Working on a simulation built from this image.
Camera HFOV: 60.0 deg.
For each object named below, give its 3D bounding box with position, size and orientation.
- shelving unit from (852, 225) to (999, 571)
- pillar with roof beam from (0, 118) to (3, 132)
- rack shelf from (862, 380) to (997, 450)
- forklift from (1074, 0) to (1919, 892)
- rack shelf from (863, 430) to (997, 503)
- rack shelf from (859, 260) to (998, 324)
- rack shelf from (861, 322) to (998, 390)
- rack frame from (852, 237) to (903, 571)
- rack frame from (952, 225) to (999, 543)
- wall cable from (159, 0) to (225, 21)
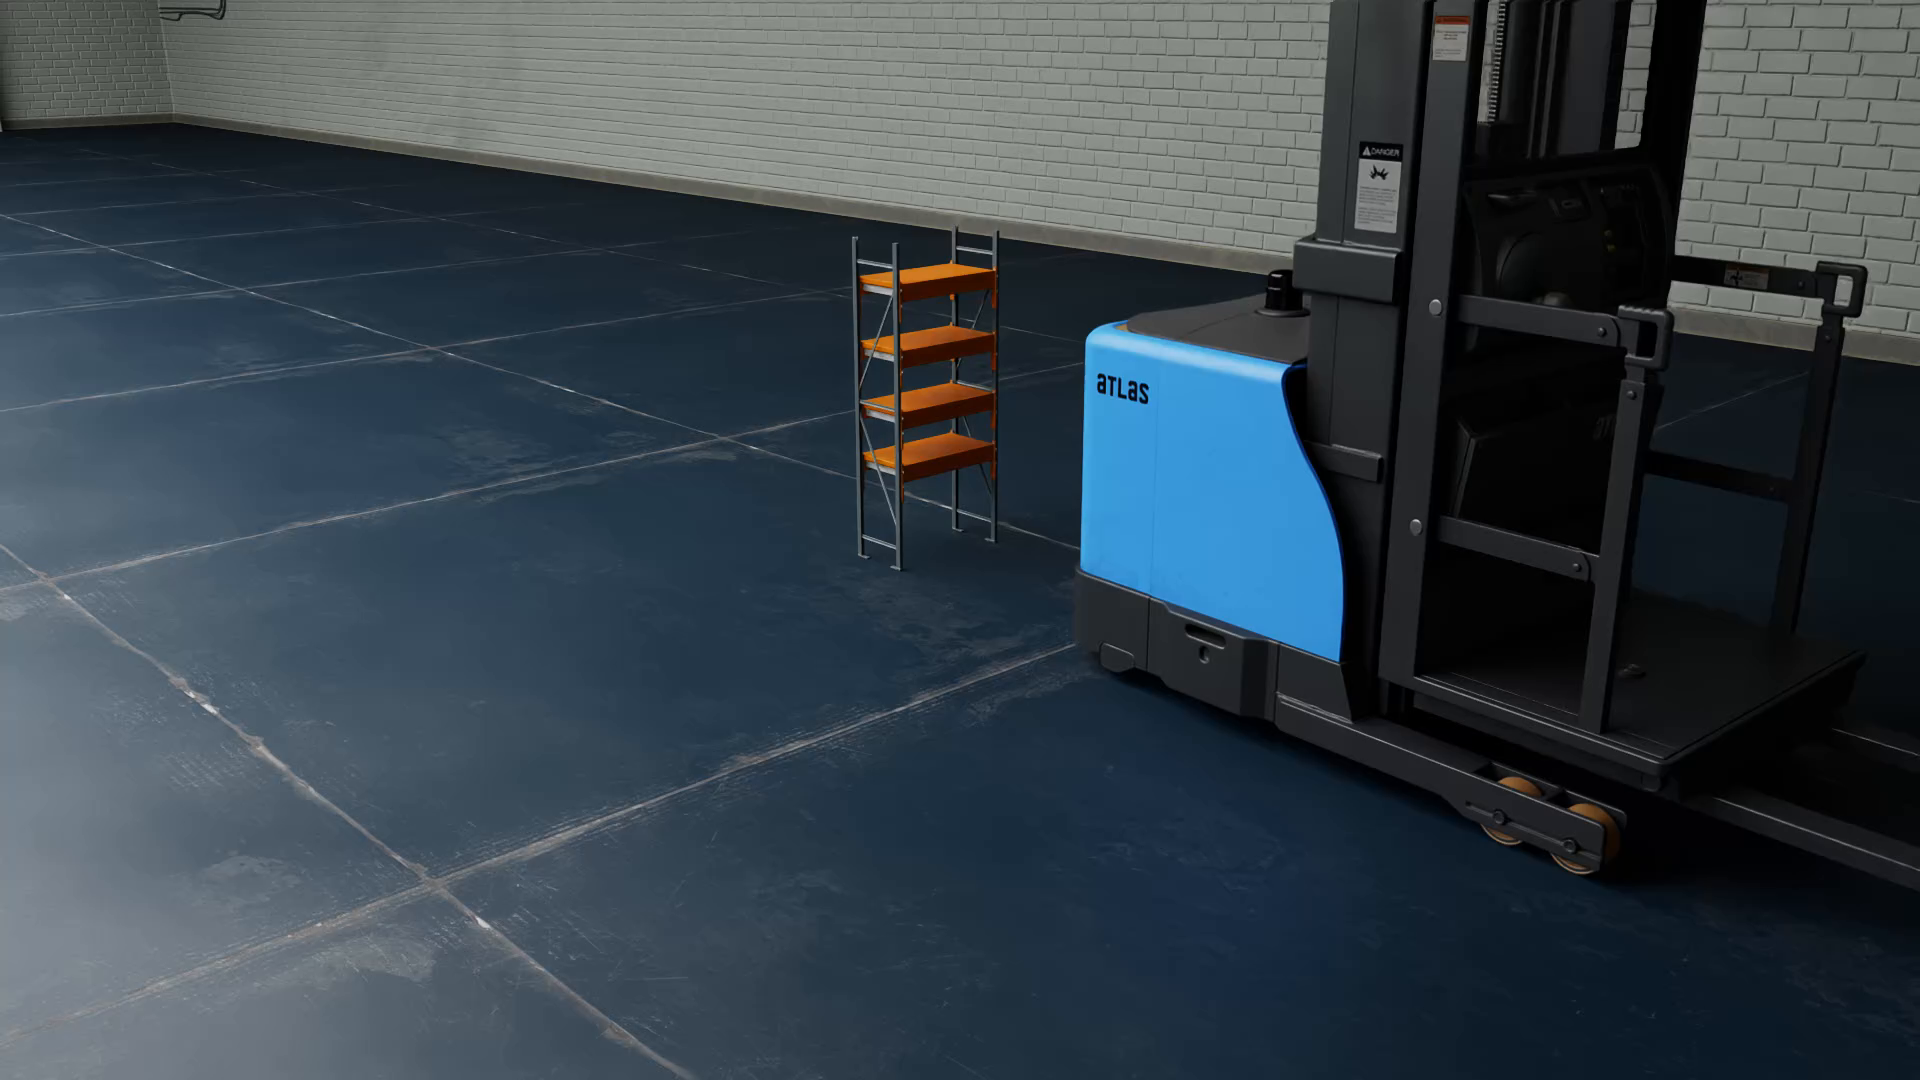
[{"bbox_3d":[-0.120,-0.536,6.191,0.503,1.200,0.258,-16,24,-41],"label":"shelving unit"},{"bbox_3d":[-12.711,-9.891,22.401,0.400,9.000,9.100,-16,24,-41],"label":"pillar with roof beam"},{"bbox_3d":[-0.120,-0.472,6.212,0.480,0.148,0.258,-16,24,-41],"label":"rack shelf"},{"bbox_3d":[1.700,-0.765,4.092,1.130,2.935,3.031,-15,23,-38],"label":"forklift"},{"bbox_3d":[-0.120,-0.283,6.273,0.480,0.148,0.258,-16,24,-41],"label":"rack shelf"},{"bbox_3d":[-0.120,-0.909,6.070,0.480,0.148,0.258,-16,24,-41],"label":"rack shelf"},{"bbox_3d":[-0.120,-0.684,6.143,0.480,0.148,0.258,-16,24,-41],"label":"rack shelf"},{"bbox_3d":[-0.298,-0.484,6.032,0.015,1.200,0.240,-16,24,-41],"label":"rack frame"},{"bbox_3d":[0.057,-0.587,6.351,0.015,1.200,0.240,-16,24,-41],"label":"rack frame"},{"bbox_3d":[-12.620,-9.707,26.867,0.112,2.526,3.097,-16,24,-41],"label":"wall cable"}]
